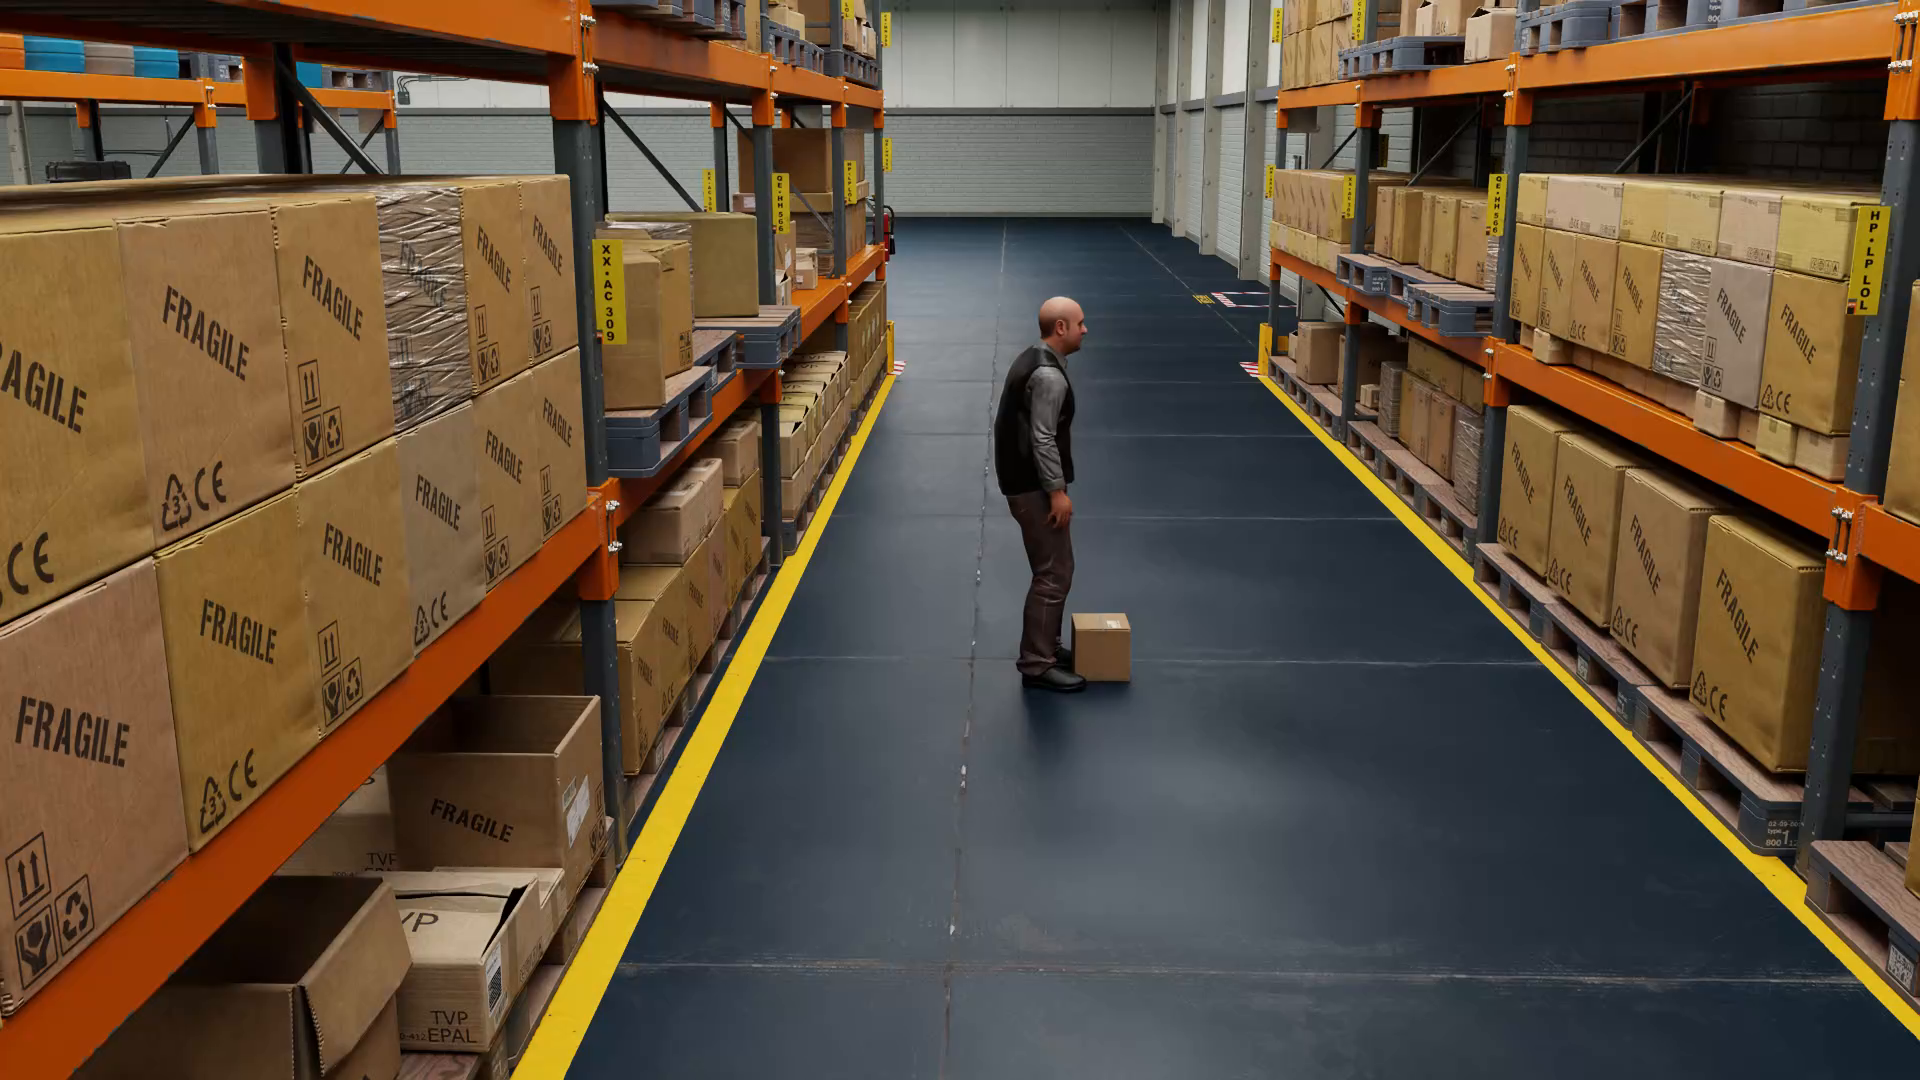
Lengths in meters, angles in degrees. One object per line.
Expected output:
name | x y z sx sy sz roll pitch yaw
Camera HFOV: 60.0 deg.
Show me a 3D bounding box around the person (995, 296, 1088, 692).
person | 0.390 -0.225 7.461 0.465 1.722 0.591 0 14 -1
